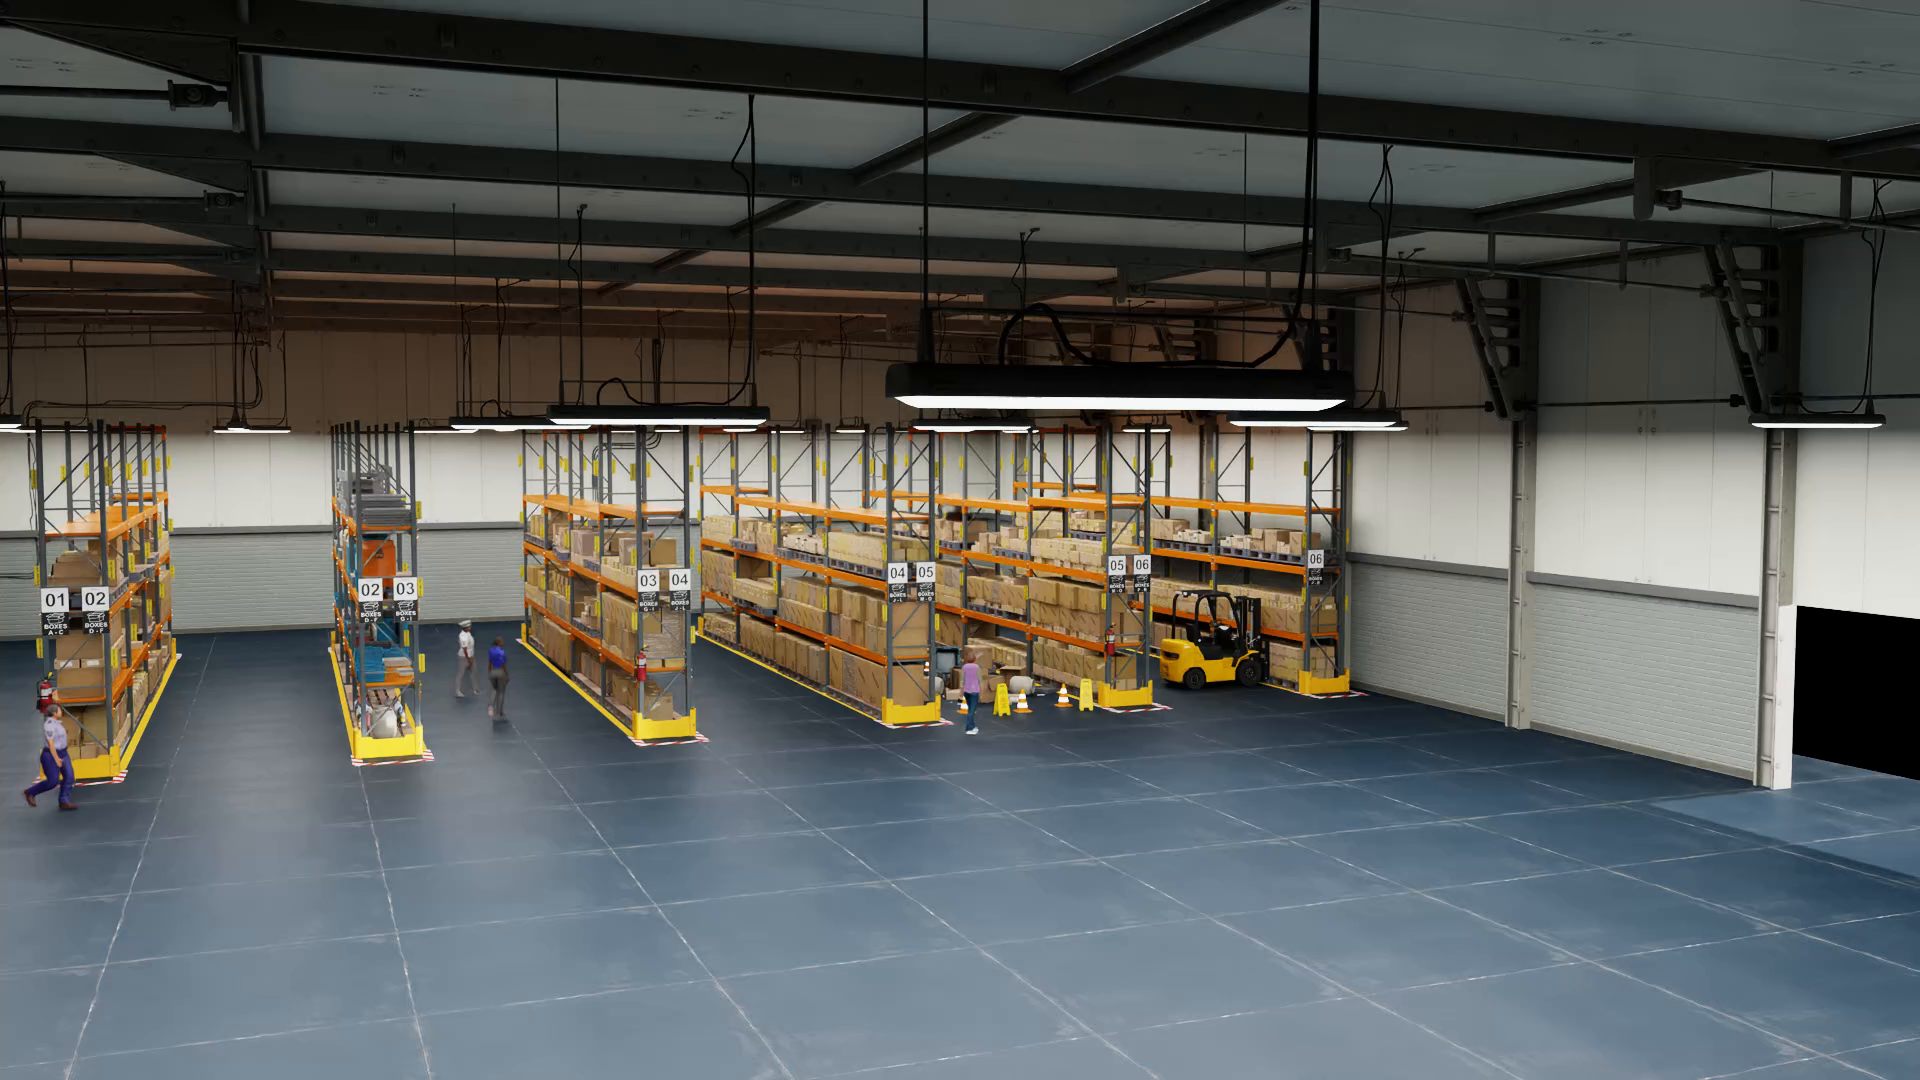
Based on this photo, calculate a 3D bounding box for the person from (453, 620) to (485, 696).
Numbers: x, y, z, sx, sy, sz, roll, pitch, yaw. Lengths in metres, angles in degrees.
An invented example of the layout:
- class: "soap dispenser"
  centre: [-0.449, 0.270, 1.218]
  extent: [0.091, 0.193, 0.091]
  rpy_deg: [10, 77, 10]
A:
- class: "person"
  centre: [-10.861, 2.607, 36.689]
  extent: [0.535, 1.709, 0.630]
  rpy_deg: [0, 4, 7]

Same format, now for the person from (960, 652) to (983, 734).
- class: "person"
  centre: [0.259, 2.930, 32.024]
  extent: [0.457, 1.595, 0.586]
  rpy_deg: [3, 5, 39]

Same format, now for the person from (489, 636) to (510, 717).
- class: "person"
  centre: [-9.389, 2.770, 33.831]
  extent: [0.460, 1.657, 0.447]
  rpy_deg: [1, 4, 14]

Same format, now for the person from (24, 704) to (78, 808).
- class: "person"
  centre: [-13.910, 3.321, 25.433]
  extent: [0.705, 1.598, 0.456]
  rpy_deg: [0, 4, 3]
